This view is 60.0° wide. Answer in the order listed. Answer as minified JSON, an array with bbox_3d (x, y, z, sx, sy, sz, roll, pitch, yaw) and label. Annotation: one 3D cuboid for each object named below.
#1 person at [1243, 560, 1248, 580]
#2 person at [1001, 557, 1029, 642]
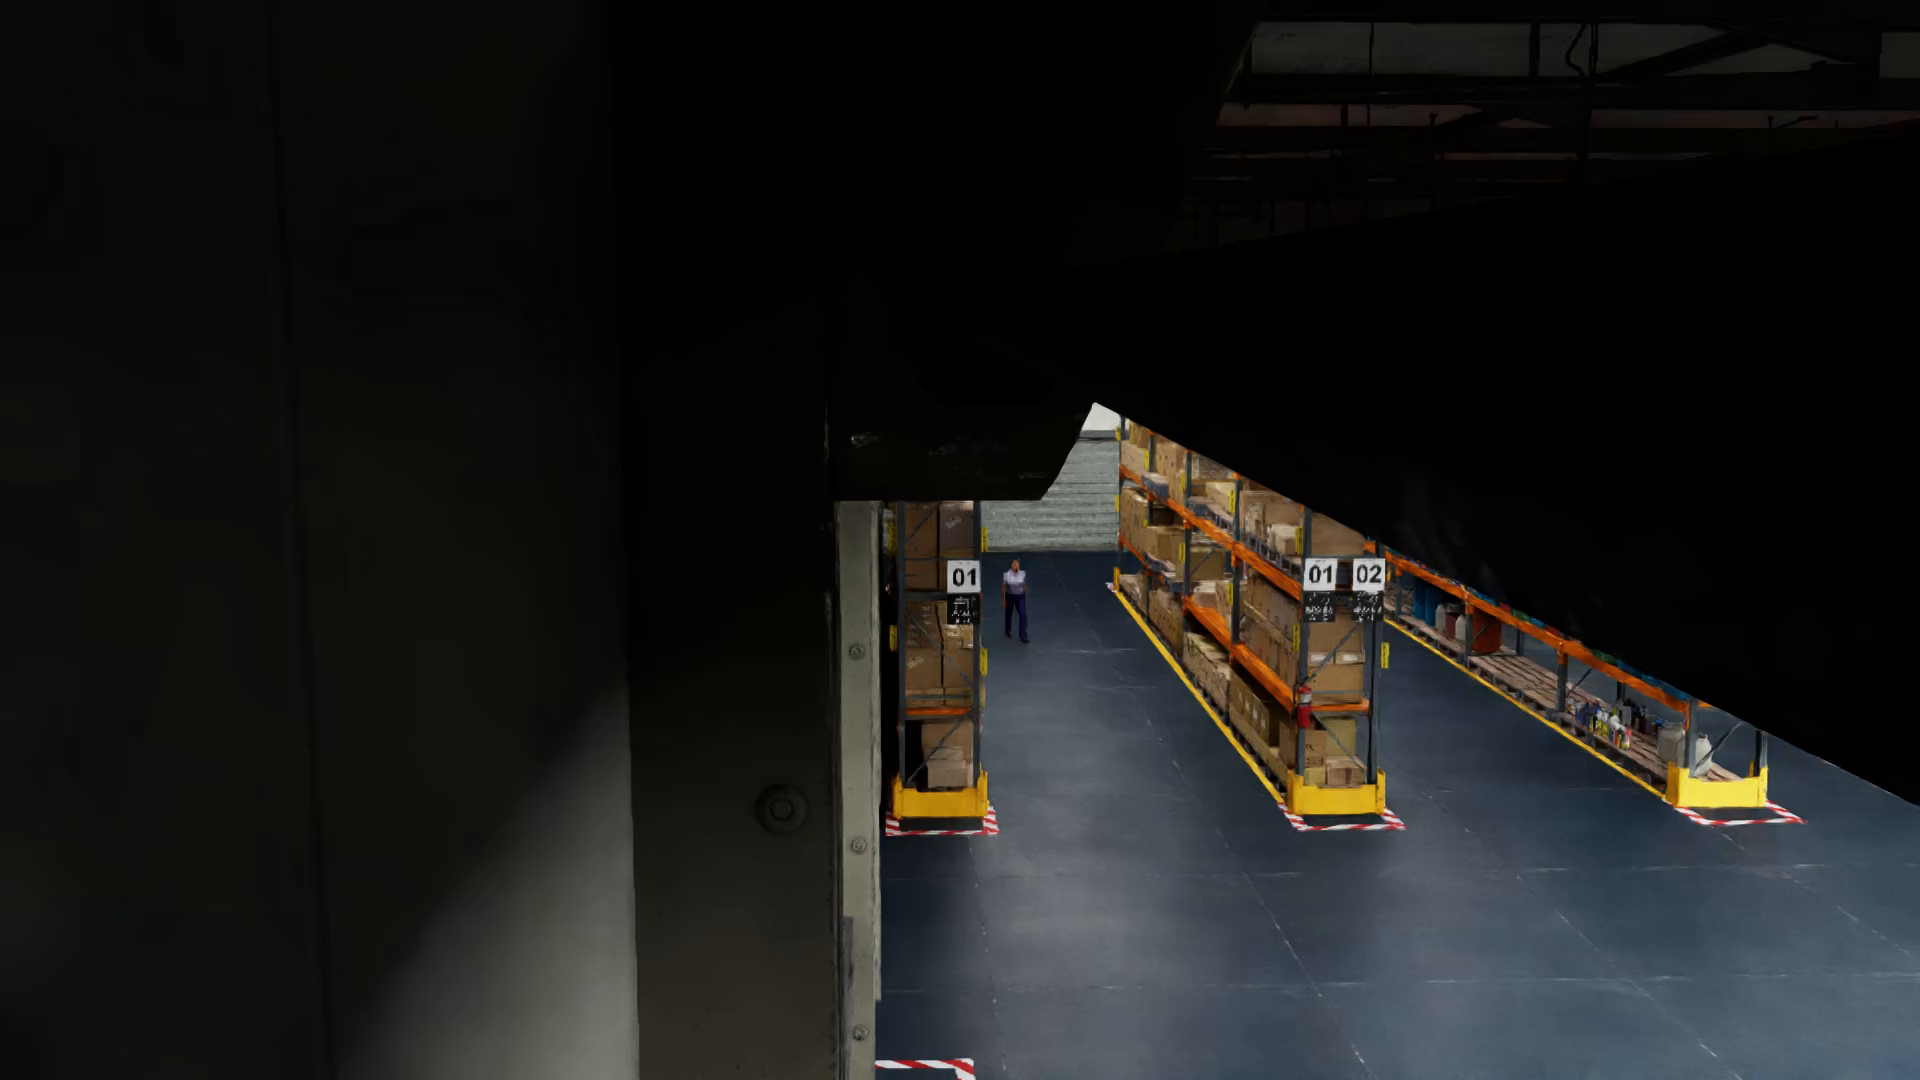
[{"bbox_3d":[6.548,0.042,37.980,0.446,1.543,0.950,-1,8,-5],"label":"person"},{"bbox_3d":[1.010,1.087,31.000,0.482,1.565,1.090,-1,8,-4],"label":"person"}]
